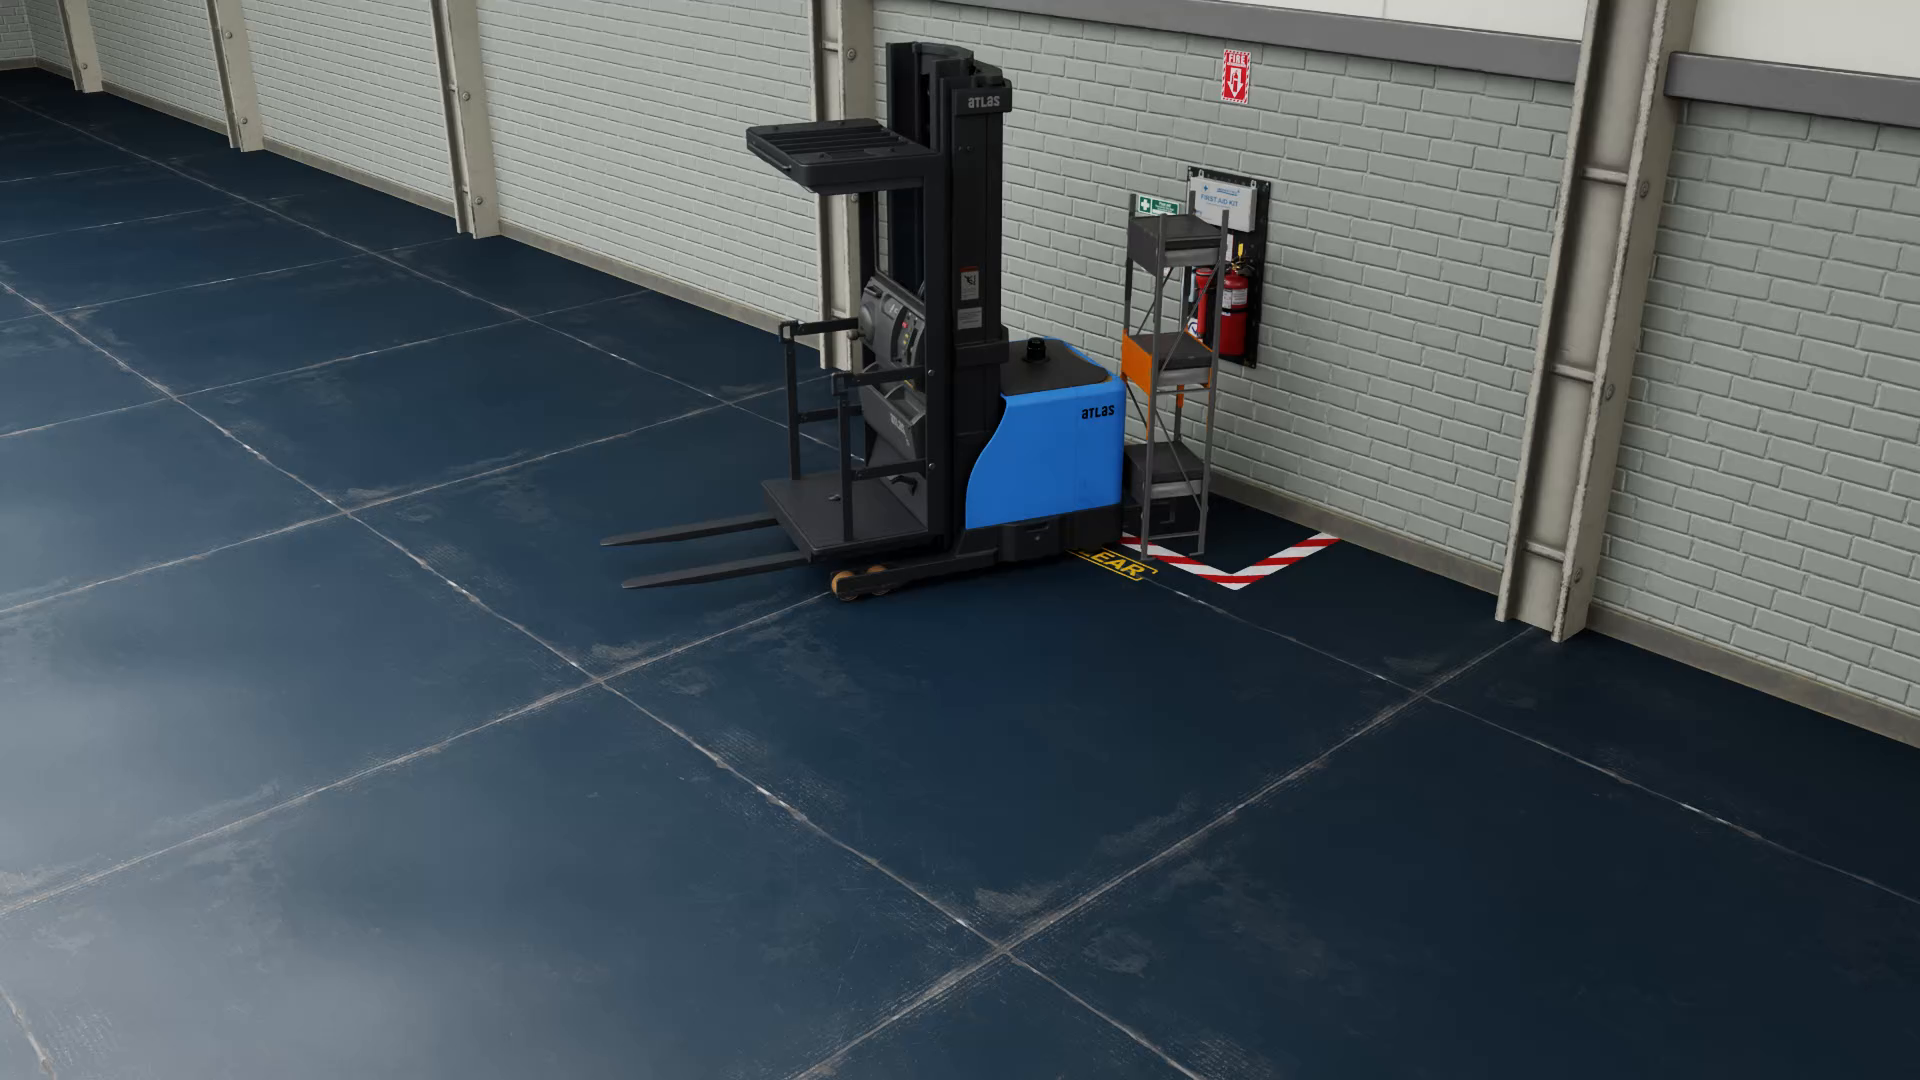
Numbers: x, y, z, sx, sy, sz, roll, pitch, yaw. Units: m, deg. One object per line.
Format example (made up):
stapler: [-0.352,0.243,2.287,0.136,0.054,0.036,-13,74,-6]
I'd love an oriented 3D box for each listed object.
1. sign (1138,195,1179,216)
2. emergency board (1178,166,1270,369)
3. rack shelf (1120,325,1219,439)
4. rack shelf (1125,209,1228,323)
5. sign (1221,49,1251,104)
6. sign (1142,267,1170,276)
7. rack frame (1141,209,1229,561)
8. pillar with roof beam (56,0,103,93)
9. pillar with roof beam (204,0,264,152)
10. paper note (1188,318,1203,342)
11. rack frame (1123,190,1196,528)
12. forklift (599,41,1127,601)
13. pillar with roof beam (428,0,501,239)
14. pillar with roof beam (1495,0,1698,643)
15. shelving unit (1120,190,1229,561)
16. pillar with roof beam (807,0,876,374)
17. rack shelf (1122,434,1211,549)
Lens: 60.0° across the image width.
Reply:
sign: [1.265,-2.118,10.598,0.001,0.109,0.331,-21,32,-38]
emergency board: [1.571,-1.668,10.292,0.194,1.169,0.643,-21,32,-38]
rack shelf: [1.224,-0.937,9.802,0.431,0.518,0.480,-6,25,-14]
rack shelf: [1.229,-1.574,9.512,0.431,0.518,0.480,-6,25,-14]
sign: [1.638,-2.753,9.879,0.001,0.298,0.199,-21,32,-38]
sign: [1.268,-1.881,10.716,0.001,0.329,0.234,-21,32,-38]
rack frame: [1.286,-0.851,9.582,0.400,2.100,0.015,-6,25,-14]
pillar with roof beam: [-16.314,-9.688,20.644,9.100,9.000,0.400,-21,32,-38]
pillar with roof beam: [-12.213,-7.870,16.659,9.100,9.000,0.400,-21,32,-38]
paper note: [1.500,-1.340,10.636,0.016,0.148,0.142,-21,32,-38]
rack frame: [1.162,-1.047,10.011,0.400,2.100,0.015,-6,25,-14]
forklift: [-0.577,-1.235,9.426,3.031,2.935,1.130,-10,26,-20]
pillar with roof beam: [-8.113,-6.052,12.675,9.100,9.000,0.400,-21,32,-38]
pillar with roof beam: [0.089,-2.417,4.705,9.100,9.000,0.400,-21,32,-38]
shelving unit: [1.224,-0.949,9.796,0.431,2.100,0.503,-6,25,-14]
pillar with roof beam: [-4.012,-4.234,8.690,9.100,9.000,0.400,-21,32,-38]
rack shelf: [1.220,-0.299,10.092,0.431,0.518,0.480,-6,25,-14]
